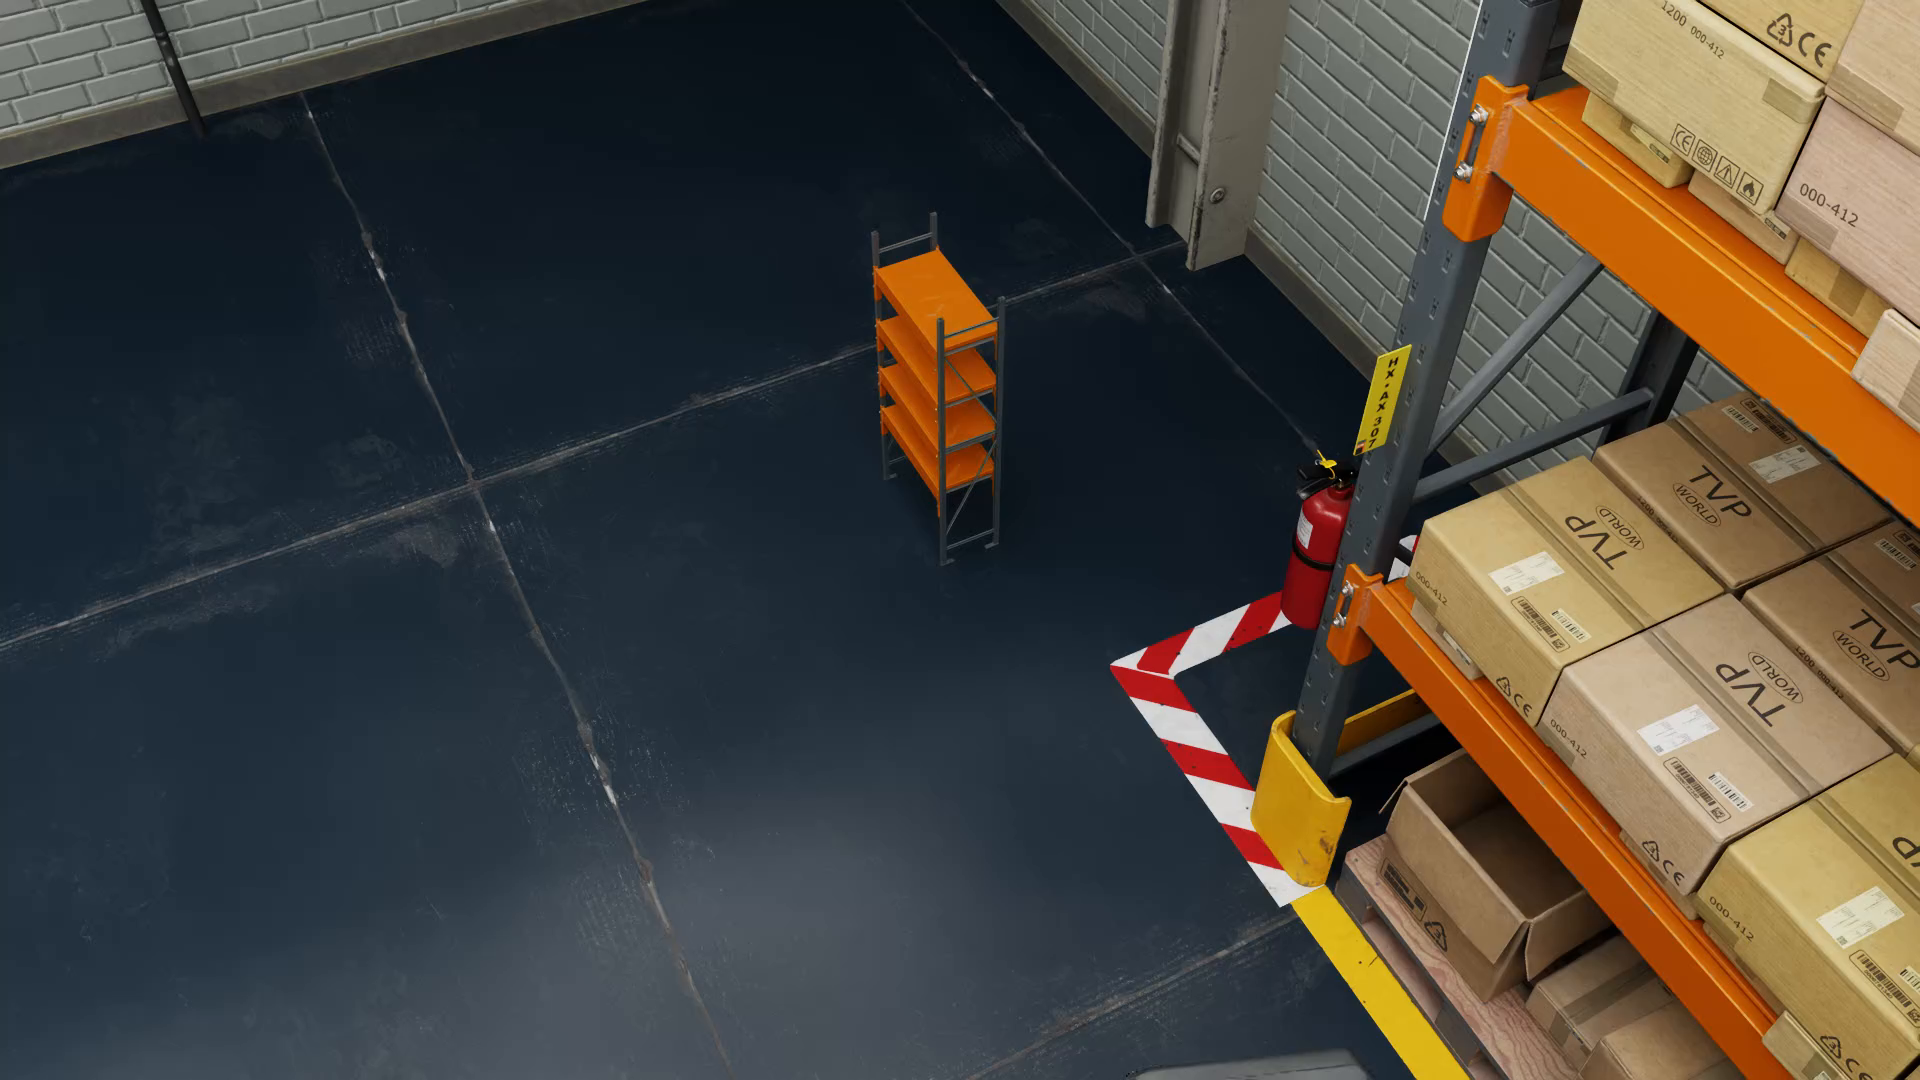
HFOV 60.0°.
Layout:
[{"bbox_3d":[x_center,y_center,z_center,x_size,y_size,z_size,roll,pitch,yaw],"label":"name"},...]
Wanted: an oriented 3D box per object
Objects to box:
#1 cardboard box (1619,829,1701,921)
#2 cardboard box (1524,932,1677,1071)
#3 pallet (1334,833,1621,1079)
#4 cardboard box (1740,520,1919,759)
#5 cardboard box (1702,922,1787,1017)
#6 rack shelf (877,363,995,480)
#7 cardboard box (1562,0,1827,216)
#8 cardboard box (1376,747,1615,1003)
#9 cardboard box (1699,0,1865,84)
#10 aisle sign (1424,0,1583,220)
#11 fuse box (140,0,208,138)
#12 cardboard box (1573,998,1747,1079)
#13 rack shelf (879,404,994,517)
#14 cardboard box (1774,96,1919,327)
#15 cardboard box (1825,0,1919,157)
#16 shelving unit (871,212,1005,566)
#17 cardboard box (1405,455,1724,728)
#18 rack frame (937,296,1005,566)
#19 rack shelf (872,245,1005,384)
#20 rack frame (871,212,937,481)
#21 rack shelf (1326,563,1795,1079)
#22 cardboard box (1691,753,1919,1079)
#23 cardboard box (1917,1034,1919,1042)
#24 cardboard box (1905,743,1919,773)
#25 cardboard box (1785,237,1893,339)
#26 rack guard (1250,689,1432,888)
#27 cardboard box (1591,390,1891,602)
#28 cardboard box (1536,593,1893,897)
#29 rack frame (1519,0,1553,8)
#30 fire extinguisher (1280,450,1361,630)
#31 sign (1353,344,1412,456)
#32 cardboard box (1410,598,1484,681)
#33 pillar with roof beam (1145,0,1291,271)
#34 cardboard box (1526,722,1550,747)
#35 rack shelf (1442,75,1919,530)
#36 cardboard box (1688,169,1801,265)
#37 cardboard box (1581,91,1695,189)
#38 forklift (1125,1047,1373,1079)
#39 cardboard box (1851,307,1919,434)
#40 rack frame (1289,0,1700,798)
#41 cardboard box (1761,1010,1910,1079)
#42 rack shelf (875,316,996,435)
[{"bbox_3d":[1.769,0.673,3.836,0.380,0.149,0.250,-20,52,-16],"label":"cardboard box"},{"bbox_3d":[1.848,1.307,4.729,0.380,0.149,0.250,-23,53,-19],"label":"cardboard box"},{"bbox_3d":[1.893,1.269,5.000,1.003,0.211,1.213,-21,52,-18],"label":"pallet"},{"bbox_3d":[2.174,0.280,3.914,0.500,0.250,0.500,-21,52,-17],"label":"cardboard box"},{"bbox_3d":[1.895,0.848,3.682,0.380,0.149,0.250,-20,52,-17],"label":"cardboard box"},{"bbox_3d":[-0.076,-0.462,5.946,0.258,0.148,0.480,-21,52,-18],"label":"rack shelf"},{"bbox_3d":[1.453,-0.878,2.934,0.500,0.250,0.500,-22,52,-18],"label":"cardboard box"},{"bbox_3d":[1.688,0.893,4.856,0.797,0.503,0.637,-23,53,-19],"label":"cardboard box"},{"bbox_3d":[1.472,-1.050,2.753,0.500,0.250,0.500,-22,52,-18],"label":"cardboard box"},{"bbox_3d":[1.200,-1.033,3.434,0.394,0.787,0.004,-21,52,-18],"label":"aisle sign"},{"bbox_3d":[-3.586,-2.488,7.290,0.539,1.711,0.414,-21,52,-18],"label":"fuse box"},{"bbox_3d":[2.045,1.479,4.345,0.700,0.500,0.500,-19,52,-16],"label":"cardboard box"},{"bbox_3d":[-0.076,-0.331,6.095,0.258,0.148,0.480,-21,52,-18],"label":"rack shelf"},{"bbox_3d":[1.704,-0.545,2.643,0.500,0.250,0.500,-20,52,-17],"label":"cardboard box"},{"bbox_3d":[1.688,-0.703,2.449,0.500,0.250,0.500,-22,52,-18],"label":"cardboard box"},{"bbox_3d":[-0.076,-0.506,5.895,0.258,1.200,0.503,-21,52,-18],"label":"shelving unit"},{"bbox_3d":[1.461,0.115,4.059,0.500,0.250,0.500,-21,52,-17],"label":"cardboard box"},{"bbox_3d":[0.036,-0.342,5.752,0.240,1.200,0.015,-21,52,-18],"label":"rack frame"},{"bbox_3d":[-0.076,-0.764,5.599,0.258,0.148,0.480,-21,52,-18],"label":"rack shelf"},{"bbox_3d":[-0.187,-0.669,6.038,0.240,1.200,0.015,-21,52,-18],"label":"rack frame"},{"bbox_3d":[2.408,1.342,3.561,1.077,0.370,4.000,-21,52,-18],"label":"rack shelf"},{"bbox_3d":[1.926,0.790,3.468,0.500,0.250,0.500,-22,52,-18],"label":"cardboard box"},{"bbox_3d":[2.147,0.872,2.899,0.500,0.500,0.500,-20,52,-17],"label":"cardboard box"},{"bbox_3d":[2.396,0.613,3.623,0.500,0.250,0.500,-20,52,-16],"label":"cardboard box"},{"bbox_3d":[1.677,-0.500,2.869,0.380,0.149,0.250,-21,52,-17],"label":"cardboard box"},{"bbox_3d":[1.527,0.641,5.357,1.175,0.500,0.348,-21,52,-18],"label":"rack guard"},{"bbox_3d":[1.939,-0.065,4.216,0.500,0.250,0.500,-20,52,-16],"label":"cardboard box"},{"bbox_3d":[1.692,0.452,3.764,0.500,0.250,0.500,-21,52,-17],"label":"cardboard box"},{"bbox_3d":[1.493,-2.208,2.203,1.000,3.000,0.127,-21,52,-18],"label":"rack frame"},{"bbox_3d":[1.014,-0.024,4.577,0.296,0.674,0.183,-21,52,-18],"label":"fire extinguisher"},{"bbox_3d":[1.010,-0.331,3.972,0.100,0.325,0.005,-21,52,-18],"label":"sign"},{"bbox_3d":[1.399,0.164,4.281,0.380,0.149,0.250,-22,52,-18],"label":"cardboard box"},{"bbox_3d":[-2.768,-2.840,2.756,9.100,9.000,0.400,-21,52,-18],"label":"pillar with roof beam"},{"bbox_3d":[1.557,0.318,4.146,0.380,0.149,0.250,-20,52,-17],"label":"cardboard box"},{"bbox_3d":[2.408,0.355,2.432,1.077,0.370,4.000,-21,52,-18],"label":"rack shelf"},{"bbox_3d":[1.575,-0.678,3.024,0.380,0.149,0.250,-20,52,-17],"label":"cardboard box"},{"bbox_3d":[1.432,-0.844,3.170,0.380,0.149,0.250,-20,52,-17],"label":"cardboard box"},{"bbox_3d":[0.427,2.131,2.439,1.130,2.935,3.031,-23,53,-19],"label":"forklift"},{"bbox_3d":[1.700,-0.298,2.692,0.380,0.149,0.250,-20,52,-17],"label":"cardboard box"},{"bbox_3d":[1.493,-0.233,4.461,1.000,3.000,0.127,-21,52,-18],"label":"rack frame"},{"bbox_3d":[1.944,1.043,3.511,0.380,0.149,0.250,-23,53,-19],"label":"cardboard box"},{"bbox_3d":[-0.076,-0.609,5.778,0.258,0.148,0.480,-21,52,-18],"label":"rack shelf"}]
